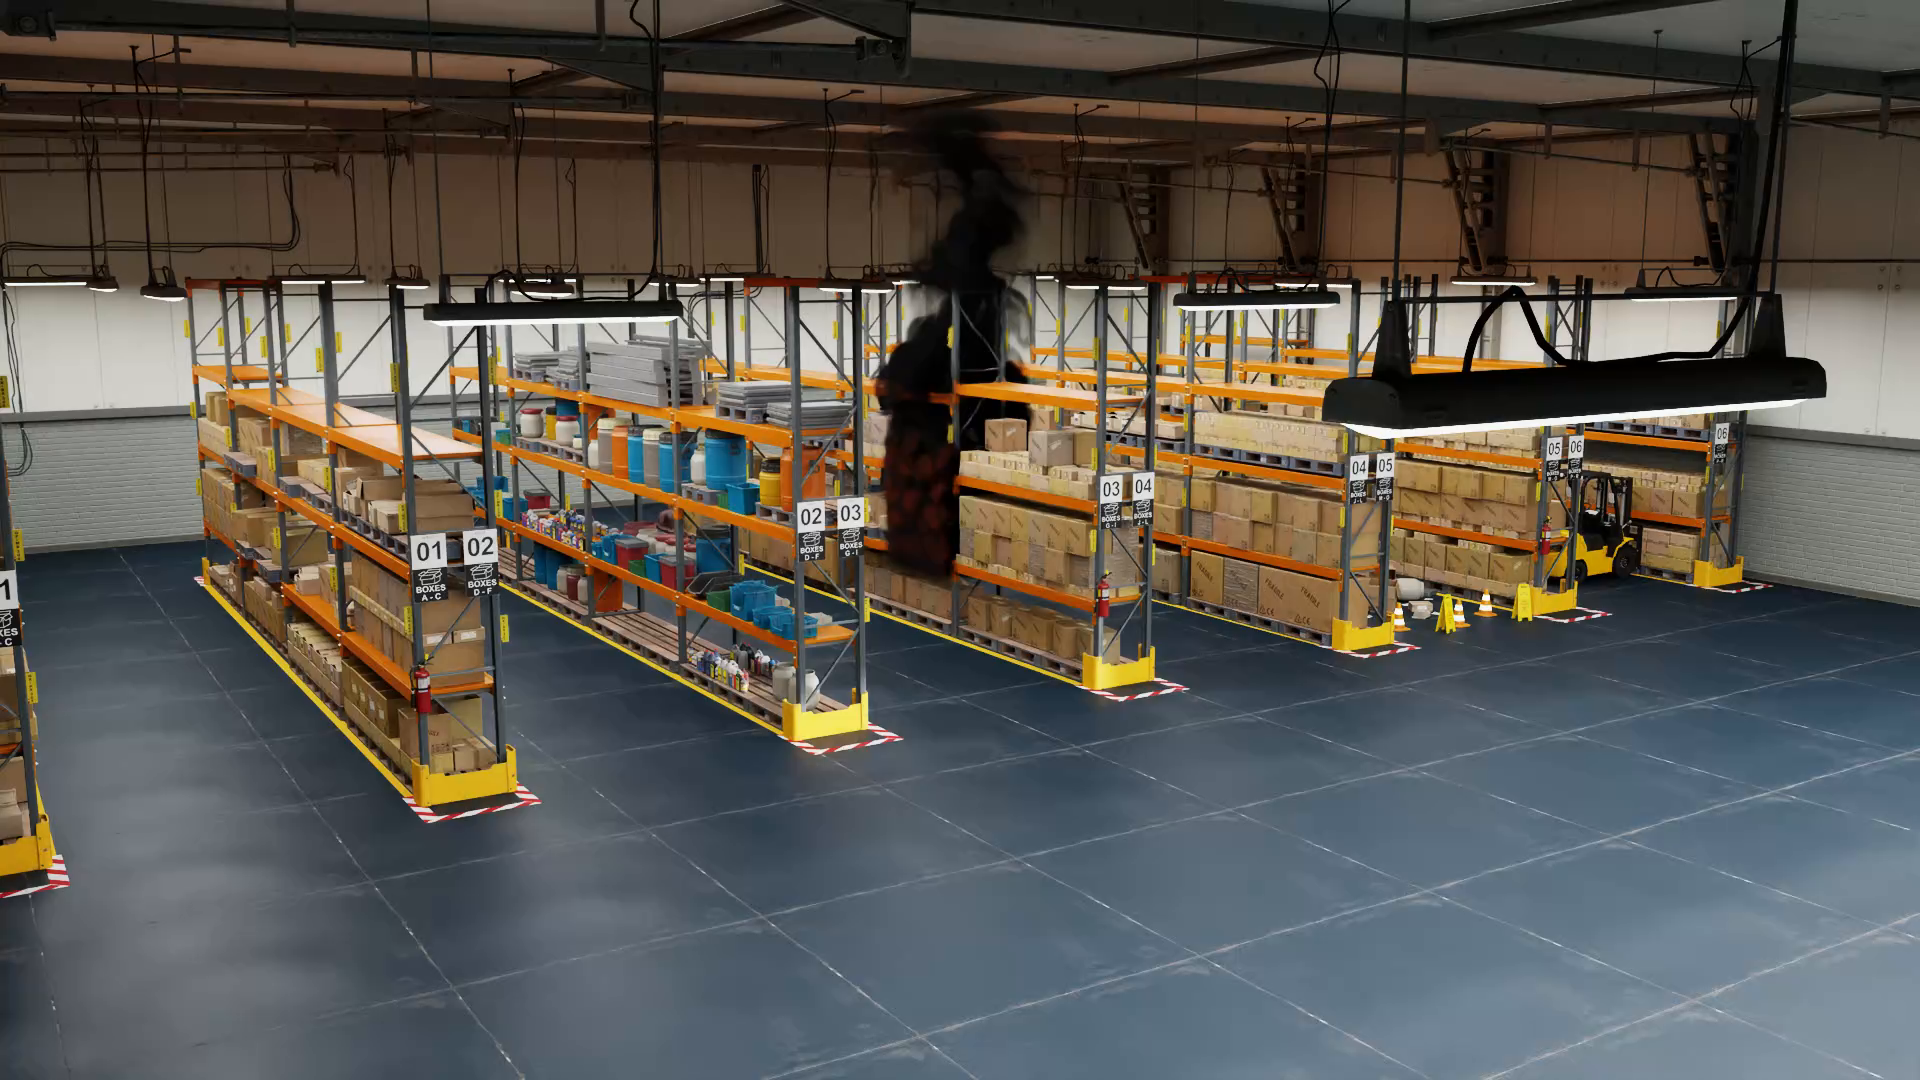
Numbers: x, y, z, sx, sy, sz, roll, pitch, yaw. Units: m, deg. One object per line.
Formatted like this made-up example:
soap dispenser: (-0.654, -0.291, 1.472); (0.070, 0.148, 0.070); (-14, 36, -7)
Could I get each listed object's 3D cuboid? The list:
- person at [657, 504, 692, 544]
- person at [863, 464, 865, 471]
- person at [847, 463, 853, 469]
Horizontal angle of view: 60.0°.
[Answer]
person: (-5.606, -0.029, 32.537); (0.718, 1.681, 1.024); (-8, 13, -41)
person: (-2.510, -1.498, 41.946); (0.609, 1.683, 0.566); (-6, 11, -32)
person: (-2.617, -0.947, 38.760); (0.608, 1.716, 0.696); (-6, 11, -32)
